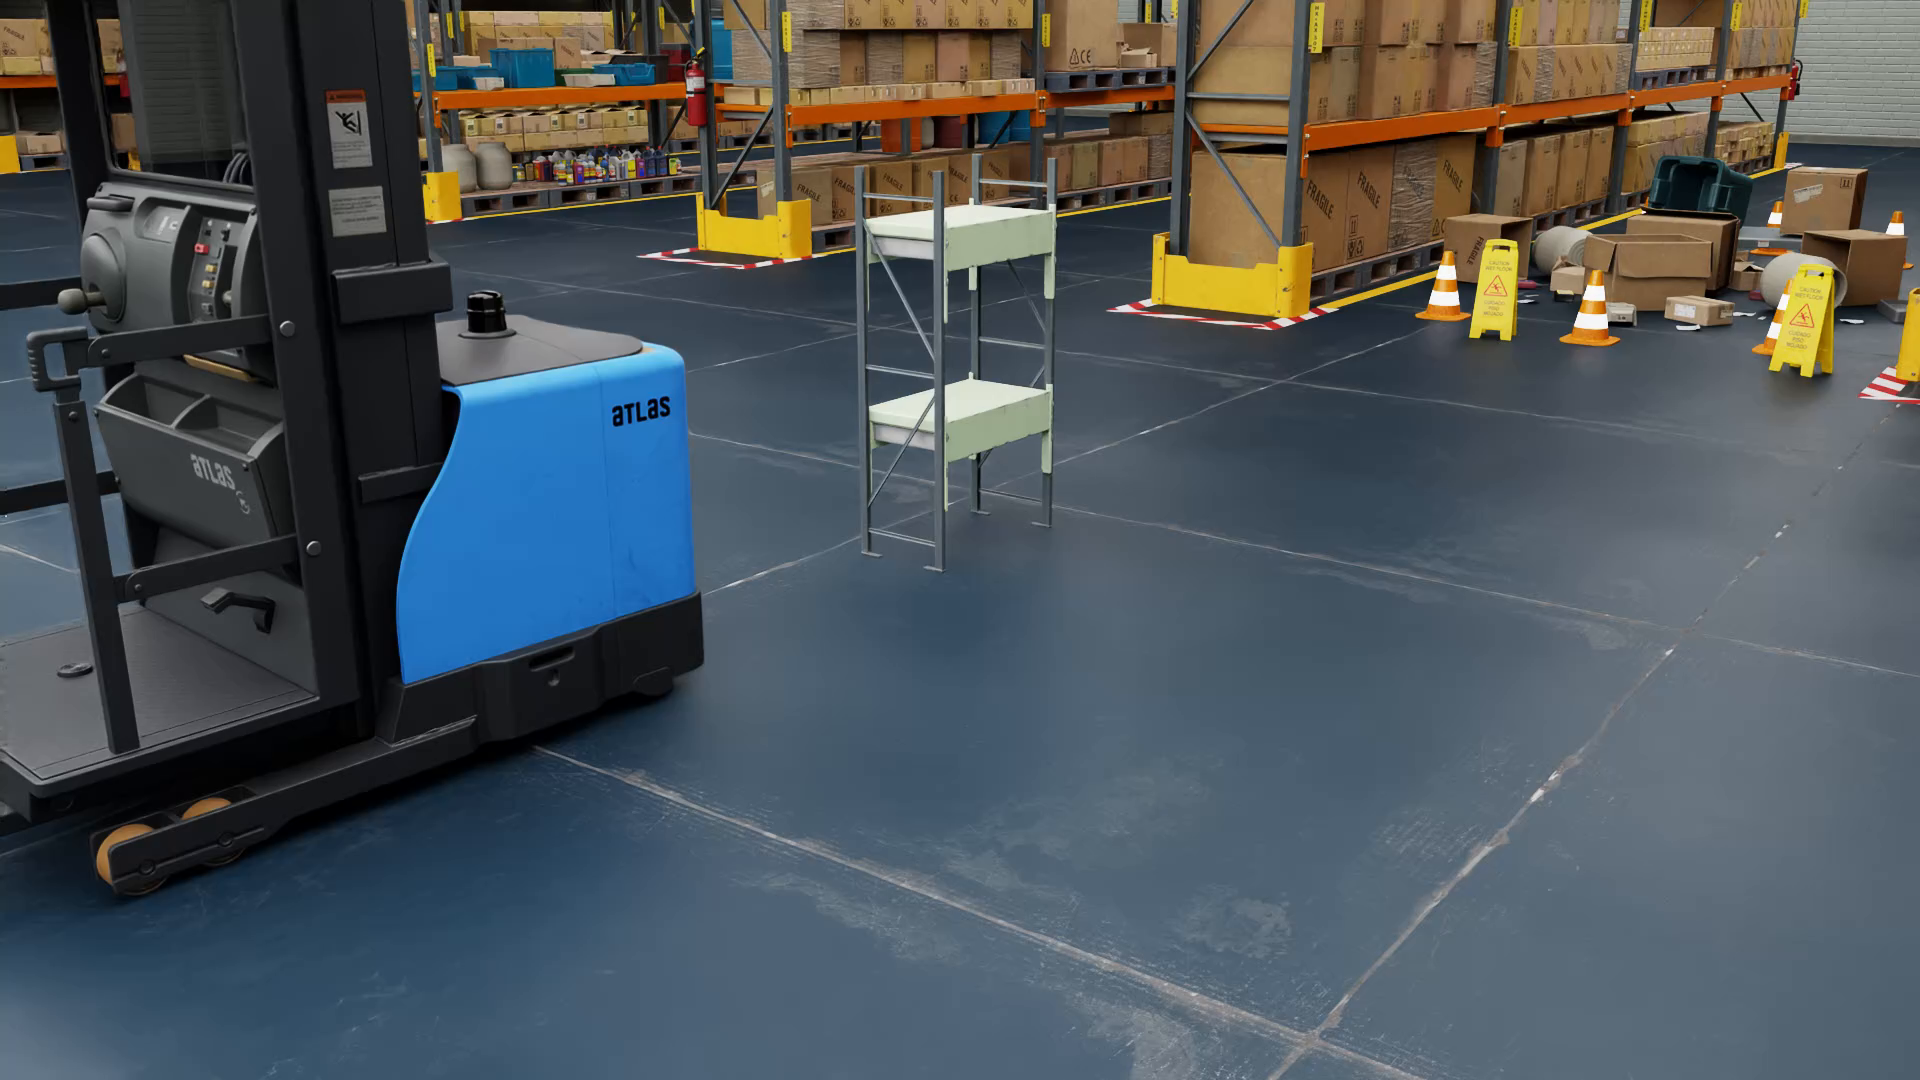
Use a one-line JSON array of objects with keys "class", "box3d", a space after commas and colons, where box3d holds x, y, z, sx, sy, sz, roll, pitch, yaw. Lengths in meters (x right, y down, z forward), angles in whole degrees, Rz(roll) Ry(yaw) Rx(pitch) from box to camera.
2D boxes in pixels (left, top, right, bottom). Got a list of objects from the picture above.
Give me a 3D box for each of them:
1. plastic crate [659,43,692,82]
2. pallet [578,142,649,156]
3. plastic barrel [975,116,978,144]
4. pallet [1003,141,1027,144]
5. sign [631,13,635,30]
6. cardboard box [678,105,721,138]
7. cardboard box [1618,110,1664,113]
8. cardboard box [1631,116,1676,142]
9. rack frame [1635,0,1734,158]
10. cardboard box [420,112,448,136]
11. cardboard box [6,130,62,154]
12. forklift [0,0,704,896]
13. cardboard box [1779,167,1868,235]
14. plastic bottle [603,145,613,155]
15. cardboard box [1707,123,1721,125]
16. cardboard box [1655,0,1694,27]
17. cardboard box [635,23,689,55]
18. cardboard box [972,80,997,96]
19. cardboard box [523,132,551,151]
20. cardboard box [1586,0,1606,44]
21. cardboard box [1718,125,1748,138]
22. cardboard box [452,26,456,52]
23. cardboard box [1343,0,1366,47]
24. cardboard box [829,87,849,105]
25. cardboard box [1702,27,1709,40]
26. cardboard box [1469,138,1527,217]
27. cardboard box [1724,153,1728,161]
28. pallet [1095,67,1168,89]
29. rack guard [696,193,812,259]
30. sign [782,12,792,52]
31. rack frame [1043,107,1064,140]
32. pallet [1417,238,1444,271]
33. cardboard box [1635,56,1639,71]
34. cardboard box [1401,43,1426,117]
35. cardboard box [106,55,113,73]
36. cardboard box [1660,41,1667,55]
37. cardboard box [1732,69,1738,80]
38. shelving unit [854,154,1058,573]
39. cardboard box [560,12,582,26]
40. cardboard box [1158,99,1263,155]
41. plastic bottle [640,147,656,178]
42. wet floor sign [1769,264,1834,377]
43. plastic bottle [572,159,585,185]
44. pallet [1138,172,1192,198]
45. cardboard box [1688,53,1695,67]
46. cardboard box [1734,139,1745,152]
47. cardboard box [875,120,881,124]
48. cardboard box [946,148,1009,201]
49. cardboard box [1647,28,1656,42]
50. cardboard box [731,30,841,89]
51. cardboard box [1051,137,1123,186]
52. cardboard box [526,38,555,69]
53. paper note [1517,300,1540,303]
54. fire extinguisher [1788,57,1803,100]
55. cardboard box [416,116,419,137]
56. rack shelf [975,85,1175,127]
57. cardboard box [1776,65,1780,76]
[{"class": "plastic crate", "box3d": [-3.480, -6.081, 21.159, 0.402, 0.464, 0.583, 12, 21, 35]}, {"class": "pallet", "box3d": [-5.637, -6.189, 26.316, 1.003, 0.211, 1.213, 12, 21, 35]}, {"class": "plastic barrel", "box3d": [0.076, -6.385, 25.732, 0.421, 0.512, 0.421, 0, 17, 0]}, {"class": "pallet", "box3d": [0.751, -6.278, 26.604, 1.003, 0.211, 1.213, 12, 21, 35]}, {"class": "sign", "box3d": [-6.271, -9.958, 31.935, 0.100, 0.325, 0.005, 12, 21, 35]}, {"class": "cardboard box", "box3d": [-4.307, -6.909, 27.409, 0.500, 0.500, 0.500, 12, 21, 33]}, {"class": "cardboard box", "box3d": [8.493, -5.246, 20.821, 0.500, 0.250, 0.500, 11, 21, 32]}, {"class": "cardboard box", "box3d": [7.974, -4.780, 19.322, 0.500, 0.250, 0.500, 13, 21, 35]}, {"class": "rack frame", "box3d": [9.145, -6.010, 21.040, 1.000, 3.000, 0.127, 12, 21, 35]}, {"class": "cardboard box", "box3d": [-7.487, -6.059, 24.180, 0.500, 0.311, 0.500, 12, 21, 35]}, {"class": "cardboard box", "box3d": [-13.378, -5.753, 24.005, 0.500, 0.311, 0.500, 10, 20, 29]}, {"class": "forklift", "box3d": [-2.166, -0.716, 4.107, 1.130, 2.935, 3.031, 15, 23, 40]}, {"class": "cardboard box", "box3d": [6.967, -2.729, 13.413, 0.500, 0.500, 0.500, 12, 21, 35]}, {"class": "plastic bottle", "box3d": [-4.337, -4.707, 20.567, 0.144, 0.351, 0.185, 13, 22, 36]}, {"class": "cardboard box", "box3d": [10.542, -5.823, 23.534, 0.380, 0.149, 0.250, 11, 20, 32]}, {"class": "cardboard box", "box3d": [9.208, -6.837, 21.347, 0.500, 0.500, 0.500, 12, 21, 33]}, {"class": "cardboard box", "box3d": [-4.830, -8.128, 26.982, 0.700, 0.500, 0.500, 5, 18, 16]}, {"class": "cardboard box", "box3d": [0.150, -4.596, 16.910, 0.380, 0.149, 0.250, 12, 21, 35]}, {"class": "cardboard box", "box3d": [-6.447, -5.942, 24.748, 0.500, 0.250, 0.500, 12, 21, 33]}, {"class": "cardboard box", "box3d": [6.186, -5.357, 17.082, 0.700, 0.500, 0.500, 12, 21, 34]}, {"class": "cardboard box", "box3d": [10.602, -5.614, 22.860, 0.380, 0.149, 0.250, 12, 21, 33]}, {"class": "cardboard box", "box3d": [-9.026, -8.942, 29.778, 0.500, 0.500, 0.500, 13, 21, 35]}, {"class": "cardboard box", "box3d": [2.501, -3.968, 12.391, 0.875, 0.550, 0.550, 12, 21, 35]}, {"class": "cardboard box", "box3d": [-1.241, -4.072, 15.221, 0.380, 0.149, 0.250, 12, 21, 35]}, {"class": "cardboard box", "box3d": [8.903, -6.181, 20.301, 0.380, 0.149, 0.250, 12, 21, 33]}, {"class": "cardboard box", "box3d": [4.676, -3.395, 15.703, 1.050, 0.750, 0.750, 12, 21, 34]}, {"class": "cardboard box", "box3d": [9.996, -5.080, 22.144, 0.380, 0.149, 0.250, 12, 21, 34]}, {"class": "pallet", "box3d": [1.692, -5.388, 19.359, 1.003, 0.211, 1.213, 12, 21, 35]}, {"class": "rack guard", "box3d": [-1.883, -2.877, 15.165, 1.175, 0.500, 0.348, 12, 21, 35]}, {"class": "sign", "box3d": [-1.492, -4.370, 14.299, 0.100, 0.325, 0.005, 12, 21, 35]}, {"class": "rack frame", "box3d": [1.244, -7.786, 26.758, 1.000, 3.000, 0.127, 12, 21, 35]}, {"class": "pallet", "box3d": [3.863, -2.606, 14.779, 1.003, 0.211, 1.213, 12, 21, 35]}, {"class": "cardboard box", "box3d": [7.191, -5.209, 18.176, 0.380, 0.149, 0.250, 12, 21, 34]}, {"class": "cardboard box", "box3d": [3.207, -3.700, 13.347, 0.875, 0.550, 0.500, 12, 21, 35]}, {"class": "cardboard box", "box3d": [-12.710, -6.923, 24.199, 0.500, 0.250, 0.500, 12, 21, 34]}, {"class": "cardboard box", "box3d": [7.827, -5.608, 18.960, 0.380, 0.149, 0.250, 12, 21, 35]}, {"class": "cardboard box", "box3d": [9.954, -6.111, 21.788, 0.380, 0.149, 0.250, 11, 21, 32]}, {"class": "shelving unit", "box3d": [-0.004, -0.715, 6.516, 0.431, 1.500, 0.755, 12, 21, 35]}, {"class": "cardboard box", "box3d": [-7.401, -9.696, 30.941, 0.500, 0.250, 0.500, 13, 21, 36]}, {"class": "cardboard box", "box3d": [3.267, -5.305, 21.642, 1.225, 0.875, 0.875, 11, 21, 32]}, {"class": "plastic bottle", "box3d": [-3.789, -4.576, 20.145, 0.144, 0.351, 0.185, 11, 20, 32]}, {"class": "wet floor sign", "box3d": [5.058, -1.321, 9.910, 0.232, 0.644, 0.267, -11, 20, -32]}, {"class": "plastic bottle", "box3d": [-4.426, -4.268, 19.269, 0.061, 0.283, 0.133, 13, 21, 36]}, {"class": "pallet", "box3d": [2.372, -4.441, 20.687, 1.003, 0.211, 1.213, 12, 21, 35]}, {"class": "cardboard box", "box3d": [8.614, -5.781, 20.016, 0.380, 0.149, 0.250, 11, 20, 32]}, {"class": "cardboard box", "box3d": [10.360, -5.336, 22.465, 0.380, 0.149, 0.250, 12, 21, 34]}, {"class": "cardboard box", "box3d": [-1.616, -8.129, 31.329, 0.797, 0.503, 0.637, 12, 21, 35]}, {"class": "cardboard box", "box3d": [0.185, -3.924, 17.829, 0.500, 0.500, 0.500, 12, 21, 33]}, {"class": "cardboard box", "box3d": [7.501, -5.620, 18.496, 0.380, 0.149, 0.250, 12, 21, 34]}, {"class": "cardboard box", "box3d": [-1.578, -4.369, 15.084, 0.875, 0.500, 0.500, 12, 21, 35]}, {"class": "cardboard box", "box3d": [1.471, -4.408, 19.353, 0.700, 0.500, 0.500, 10, 20, 30]}, {"class": "cardboard box", "box3d": [-6.415, -7.229, 24.797, 0.500, 0.500, 0.500, 12, 21, 35]}, {"class": "paper note", "box3d": [4.268, -1.797, 12.482, 0.142, 0.017, 0.144, -11, 20, -32]}, {"class": "fire extinguisher", "box3d": [12.049, -6.726, 24.105, 0.296, 0.674, 0.183, 12, 21, 35]}, {"class": "cardboard box", "box3d": [-8.026, -5.947, 23.501, 0.500, 0.500, 0.500, 12, 21, 35]}, {"class": "rack shelf", "box3d": [1.647, -5.138, 19.445, 1.077, 0.370, 4.000, 12, 21, 35]}, {"class": "cardboard box", "box3d": [11.383, -6.663, 23.565, 0.380, 0.149, 0.250, 12, 21, 35]}]
